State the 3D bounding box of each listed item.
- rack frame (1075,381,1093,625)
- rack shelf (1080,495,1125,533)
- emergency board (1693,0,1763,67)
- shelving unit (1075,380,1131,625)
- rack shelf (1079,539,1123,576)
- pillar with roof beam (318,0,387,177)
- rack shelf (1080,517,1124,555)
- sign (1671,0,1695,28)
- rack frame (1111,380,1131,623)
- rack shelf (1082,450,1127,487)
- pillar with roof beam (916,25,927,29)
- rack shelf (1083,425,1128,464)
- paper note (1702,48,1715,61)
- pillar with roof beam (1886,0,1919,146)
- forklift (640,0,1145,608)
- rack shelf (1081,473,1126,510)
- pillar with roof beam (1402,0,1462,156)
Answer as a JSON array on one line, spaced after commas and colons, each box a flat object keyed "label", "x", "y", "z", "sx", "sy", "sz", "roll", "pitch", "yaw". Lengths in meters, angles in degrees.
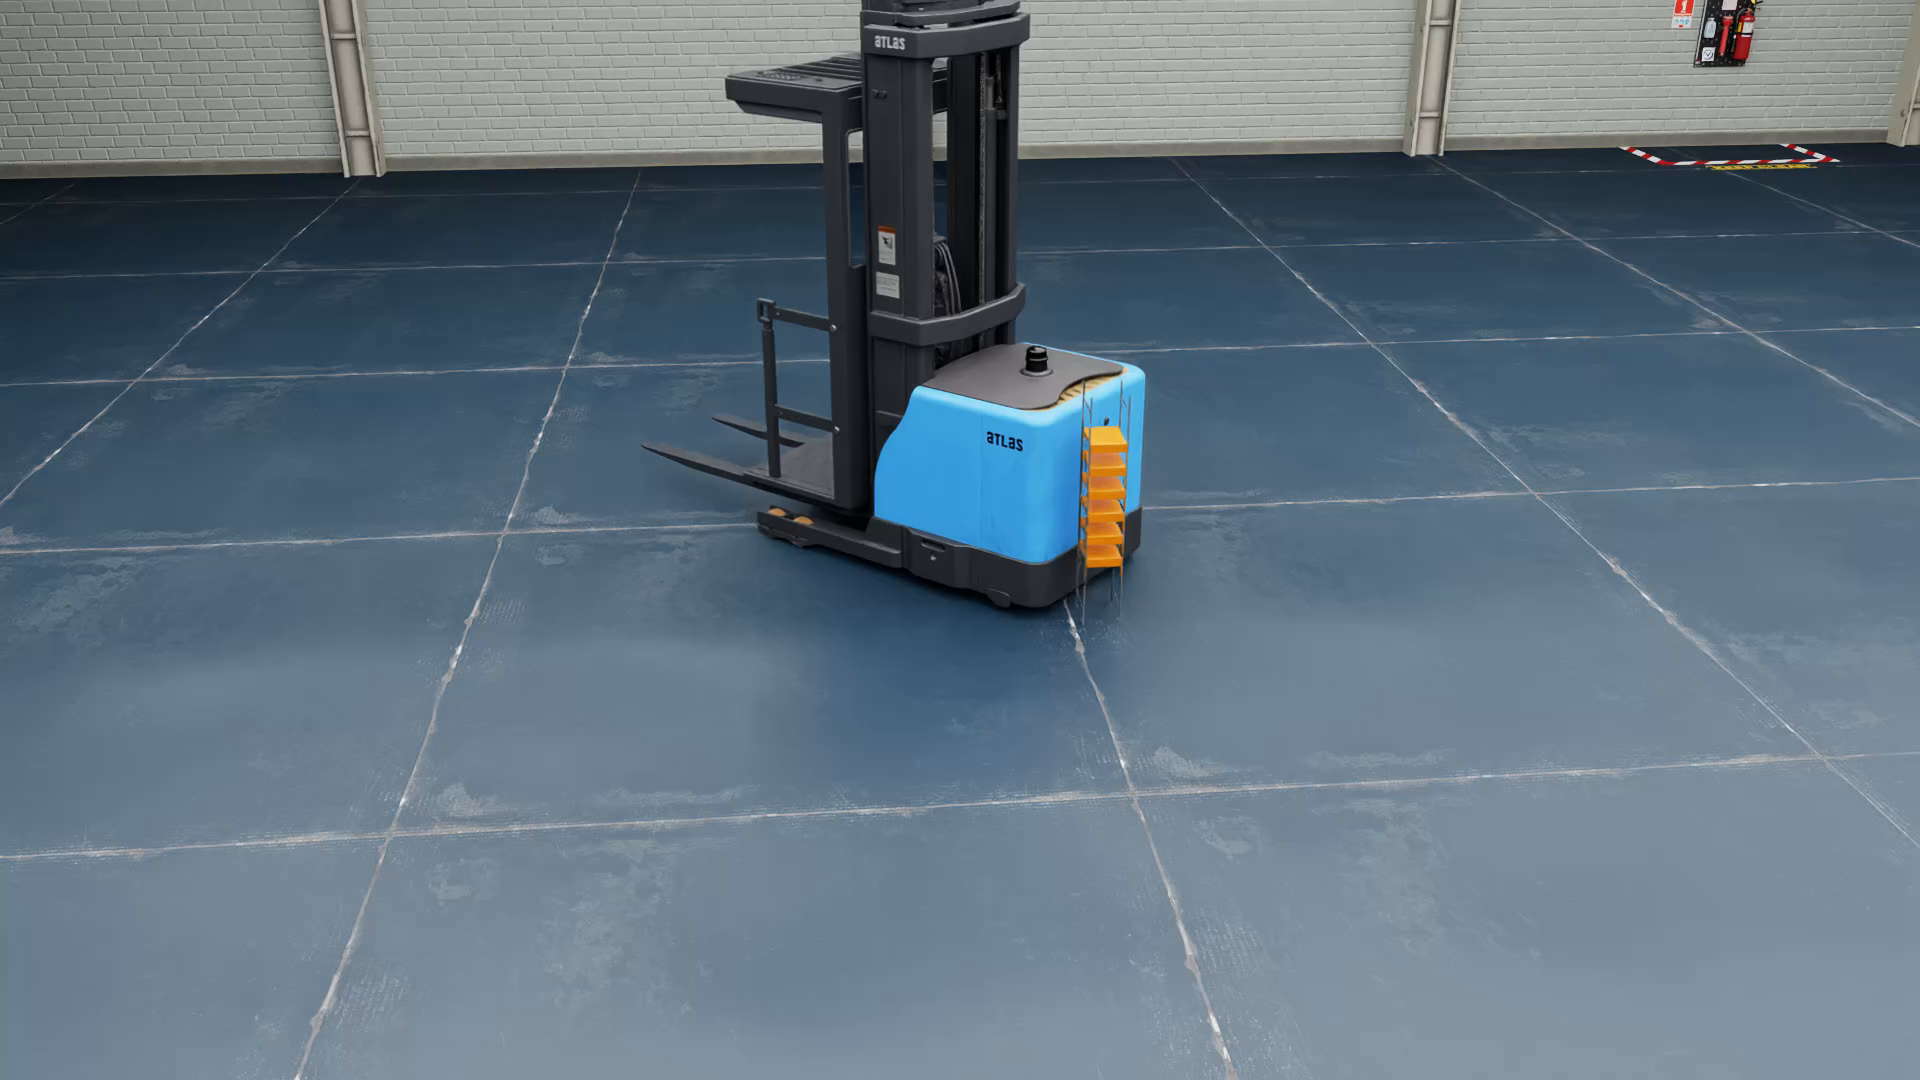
[{"label": "rack frame", "x": 0.607, "y": -0.173, "z": 8.158, "sx": 0.006, "sy": 1.200, "sz": 0.240, "roll": -2, "pitch": 25, "yaw": -5}, {"label": "rack shelf", "x": 0.698, "y": -0.136, "z": 8.184, "sx": 0.180, "sy": 0.103, "sz": 0.258, "roll": -2, "pitch": 25, "yaw": -5}, {"label": "emergency board", "x": 8.903, "y": -6.040, "z": 19.145, "sx": 0.643, "sy": 1.169, "sz": 0.194, "roll": -2, "pitch": 24, "yaw": -5}, {"label": "shelving unit", "x": 0.698, "y": -0.176, "z": 8.166, "sx": 0.189, "sy": 1.200, "sz": 0.258, "roll": -2, "pitch": 25, "yaw": -5}, {"label": "rack shelf", "x": 0.697, "y": 0.082, "z": 8.284, "sx": 0.180, "sy": 0.103, "sz": 0.258, "roll": -2, "pitch": 25, "yaw": -5}, {"label": "pillar with roof beam", "x": -6.124, "y": -6.406, "z": 12.583, "sx": 0.400, "sy": 9.000, "sz": 9.100, "roll": -2, "pitch": 24, "yaw": -5}, {"label": "rack shelf", "x": 0.697, "y": -0.027, "z": 8.234, "sx": 0.180, "sy": 0.103, "sz": 0.258, "roll": -2, "pitch": 25, "yaw": -5}, {"label": "sign", "x": 8.342, "y": -6.076, "z": 19.182, "sx": 0.234, "sy": 0.329, "sz": 0.001, "roll": -2, "pitch": 24, "yaw": -5}, {"label": "rack frame", "x": 0.789, "y": -0.180, "z": 8.174, "sx": 0.006, "sy": 1.200, "sz": 0.240, "roll": -2, "pitch": 25, "yaw": -5}, {"label": "rack shelf", "x": 0.699, "y": -0.354, "z": 8.085, "sx": 0.180, "sy": 0.103, "sz": 0.258, "roll": -2, "pitch": 25, "yaw": -5}, {"label": "pillar with roof beam", "x": -0.153, "y": -6.645, "z": 13.121, "sx": 0.400, "sy": 9.000, "sz": 9.100, "roll": -2, "pitch": 24, "yaw": -5}, {"label": "rack shelf", "x": 0.699, "y": -0.464, "z": 8.035, "sx": 0.180, "sy": 0.103, "sz": 0.258, "roll": -2, "pitch": 25, "yaw": -5}, {"label": "paper note", "x": 8.720, "y": -5.658, "z": 19.371, "sx": 0.142, "sy": 0.148, "sz": 0.016, "roll": -2, "pitch": 24, "yaw": -5}, {"label": "pillar with roof beam", "x": 11.789, "y": -7.124, "z": 14.199, "sx": 0.400, "sy": 9.000, "sz": 9.100, "roll": -2, "pitch": 24, "yaw": -5}, {"label": "forklift", "x": -0.510, "y": -1.455, "z": 8.915, "sx": 3.031, "sy": 2.935, "sz": 1.130, "roll": 17, "pitch": 29, "yaw": 33}, {"label": "rack shelf", "x": 0.698, "y": -0.245, "z": 8.135, "sx": 0.180, "sy": 0.103, "sz": 0.258, "roll": -2, "pitch": 25, "yaw": -5}, {"label": "pillar with roof beam", "x": 5.818, "y": -6.885, "z": 13.660, "sx": 0.400, "sy": 9.000, "sz": 9.100, "roll": -2, "pitch": 24, "yaw": -5}]
